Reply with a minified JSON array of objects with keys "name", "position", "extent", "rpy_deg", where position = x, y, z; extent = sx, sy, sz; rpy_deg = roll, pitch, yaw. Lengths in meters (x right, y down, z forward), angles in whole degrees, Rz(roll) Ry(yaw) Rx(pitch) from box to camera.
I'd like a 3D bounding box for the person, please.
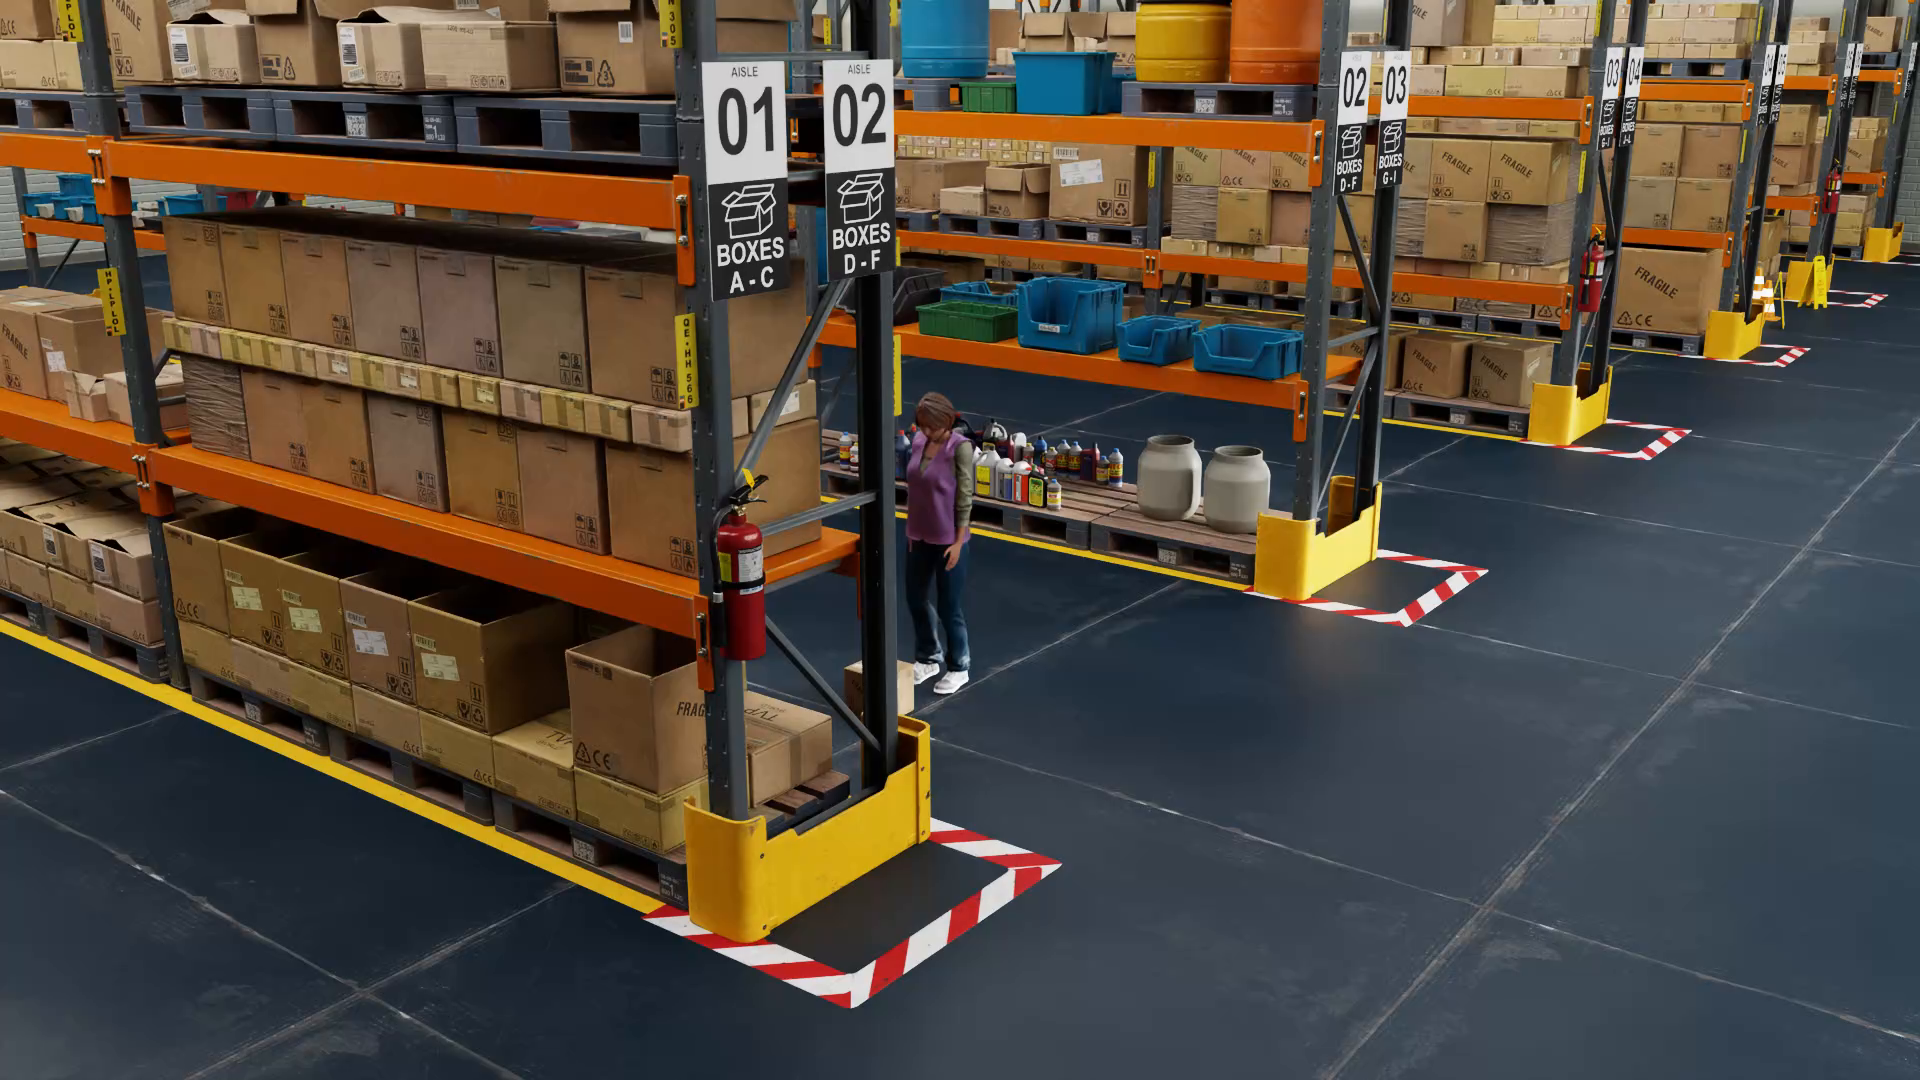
[{"name":"person","position":[-0.100,0.016,8.565],"extent":[0.412,1.570,0.316],"rpy_deg":[13,21,36]}]
